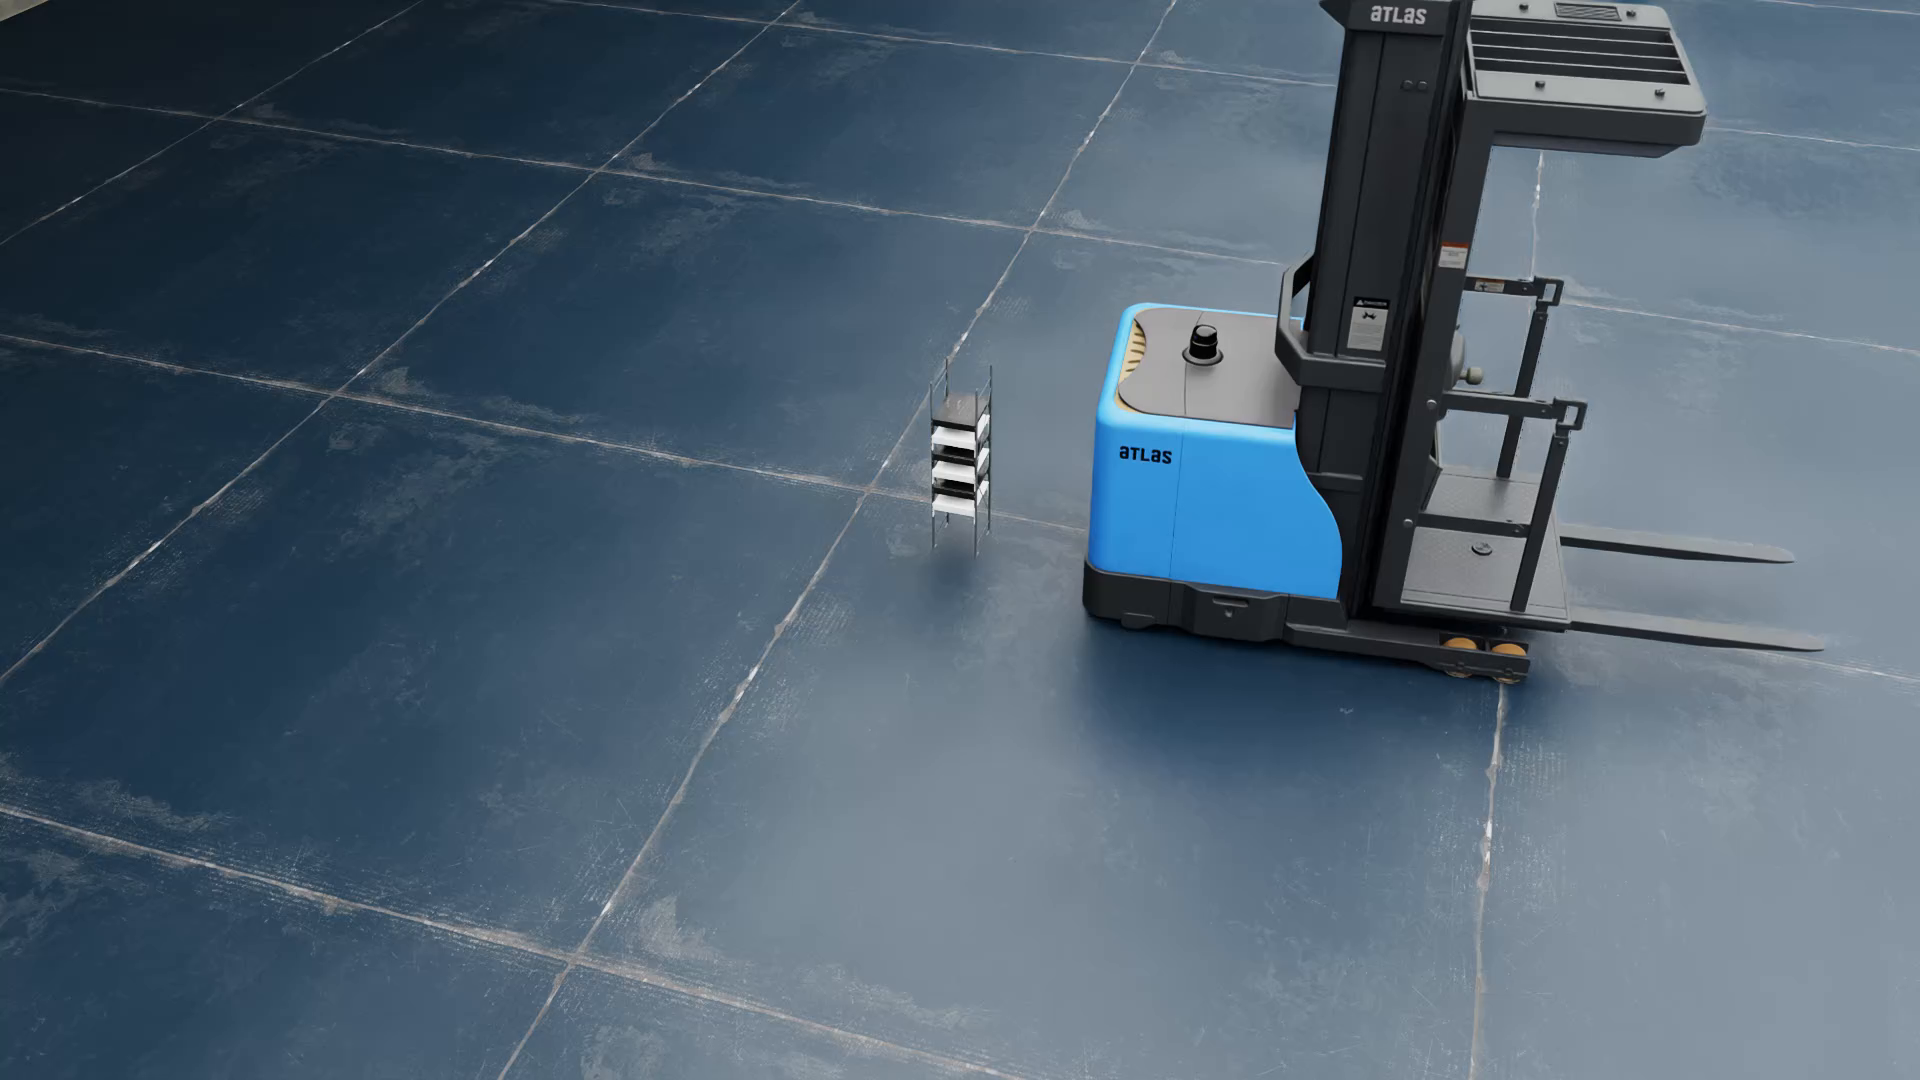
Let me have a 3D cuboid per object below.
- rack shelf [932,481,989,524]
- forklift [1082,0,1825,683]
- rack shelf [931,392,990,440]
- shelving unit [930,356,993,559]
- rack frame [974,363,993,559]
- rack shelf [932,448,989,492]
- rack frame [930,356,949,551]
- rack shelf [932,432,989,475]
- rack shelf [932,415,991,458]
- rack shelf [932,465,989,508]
[{"bbox_3d":[0.008,-0.189,7.608,0.200,0.077,0.258,10,38,14],"label":"rack shelf"},{"bbox_3d":[2.104,-0.928,6.538,3.031,2.935,1.130,7,37,9],"label":"forklift"},{"bbox_3d":[0.008,-0.552,7.341,0.200,0.077,0.258,10,38,14],"label":"rack shelf"},{"bbox_3d":[0.008,-0.361,7.481,0.210,0.900,0.258,10,38,14],"label":"shelving unit"},{"bbox_3d":[0.105,-0.343,7.457,0.006,0.900,0.240,10,38,14],"label":"rack frame"},{"bbox_3d":[0.008,-0.334,7.501,0.200,0.077,0.258,10,38,14],"label":"rack shelf"},{"bbox_3d":[-0.089,-0.379,7.506,0.006,0.900,0.240,10,38,14],"label":"rack frame"},{"bbox_3d":[0.008,-0.407,7.448,0.200,0.077,0.258,10,38,14],"label":"rack shelf"},{"bbox_3d":[0.008,-0.479,7.394,0.200,0.077,0.258,10,38,14],"label":"rack shelf"},{"bbox_3d":[0.008,-0.262,7.554,0.200,0.077,0.258,10,38,14],"label":"rack shelf"}]
